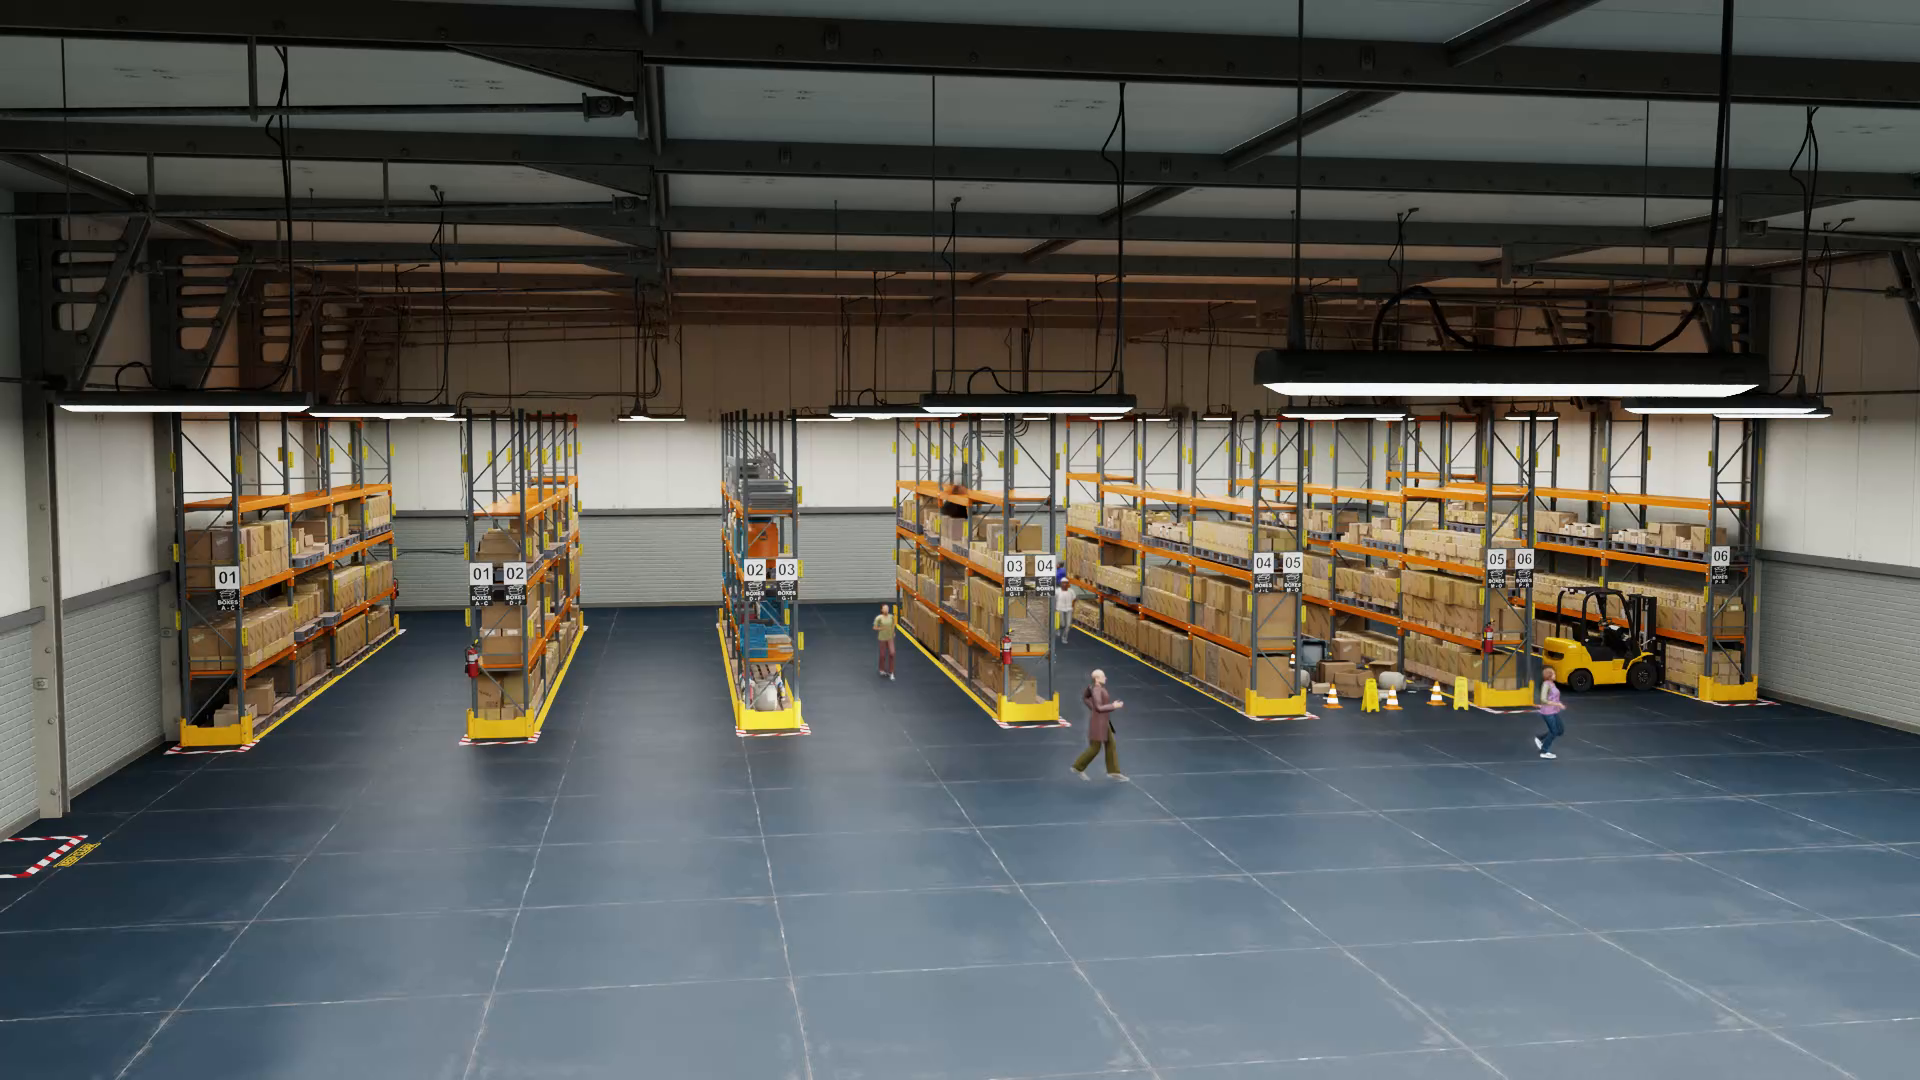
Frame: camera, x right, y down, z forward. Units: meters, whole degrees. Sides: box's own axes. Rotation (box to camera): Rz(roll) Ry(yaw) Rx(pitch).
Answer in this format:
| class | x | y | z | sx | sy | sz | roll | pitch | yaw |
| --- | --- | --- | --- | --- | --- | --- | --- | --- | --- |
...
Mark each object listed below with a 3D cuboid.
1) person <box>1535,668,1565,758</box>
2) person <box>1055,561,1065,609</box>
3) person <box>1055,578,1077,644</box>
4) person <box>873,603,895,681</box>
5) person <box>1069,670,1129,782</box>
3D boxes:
| class | x | y | z | sx | sy | sz | roll | pitch | yaw |
| --- | --- | --- | --- | --- | --- | --- | --- | --- | --- |
| person | 10.108 | 2.959 | 28.447 | 0.551 | 1.552 | 0.530 | 3 | 5 | 36 |
| person | 2.992 | 1.436 | 49.688 | 0.861 | 1.638 | 0.669 | -1 | 4 | -16 |
| person | 2.725 | 1.840 | 43.495 | 0.708 | 1.722 | 0.558 | -1 | 4 | -11 |
| person | -1.693 | 2.278 | 37.455 | 0.563 | 1.726 | 0.778 | -1 | 4 | -17 |
| person | 2.220 | 2.954 | 26.456 | 0.950 | 1.790 | 0.701 | 1 | 4 | 10 |
